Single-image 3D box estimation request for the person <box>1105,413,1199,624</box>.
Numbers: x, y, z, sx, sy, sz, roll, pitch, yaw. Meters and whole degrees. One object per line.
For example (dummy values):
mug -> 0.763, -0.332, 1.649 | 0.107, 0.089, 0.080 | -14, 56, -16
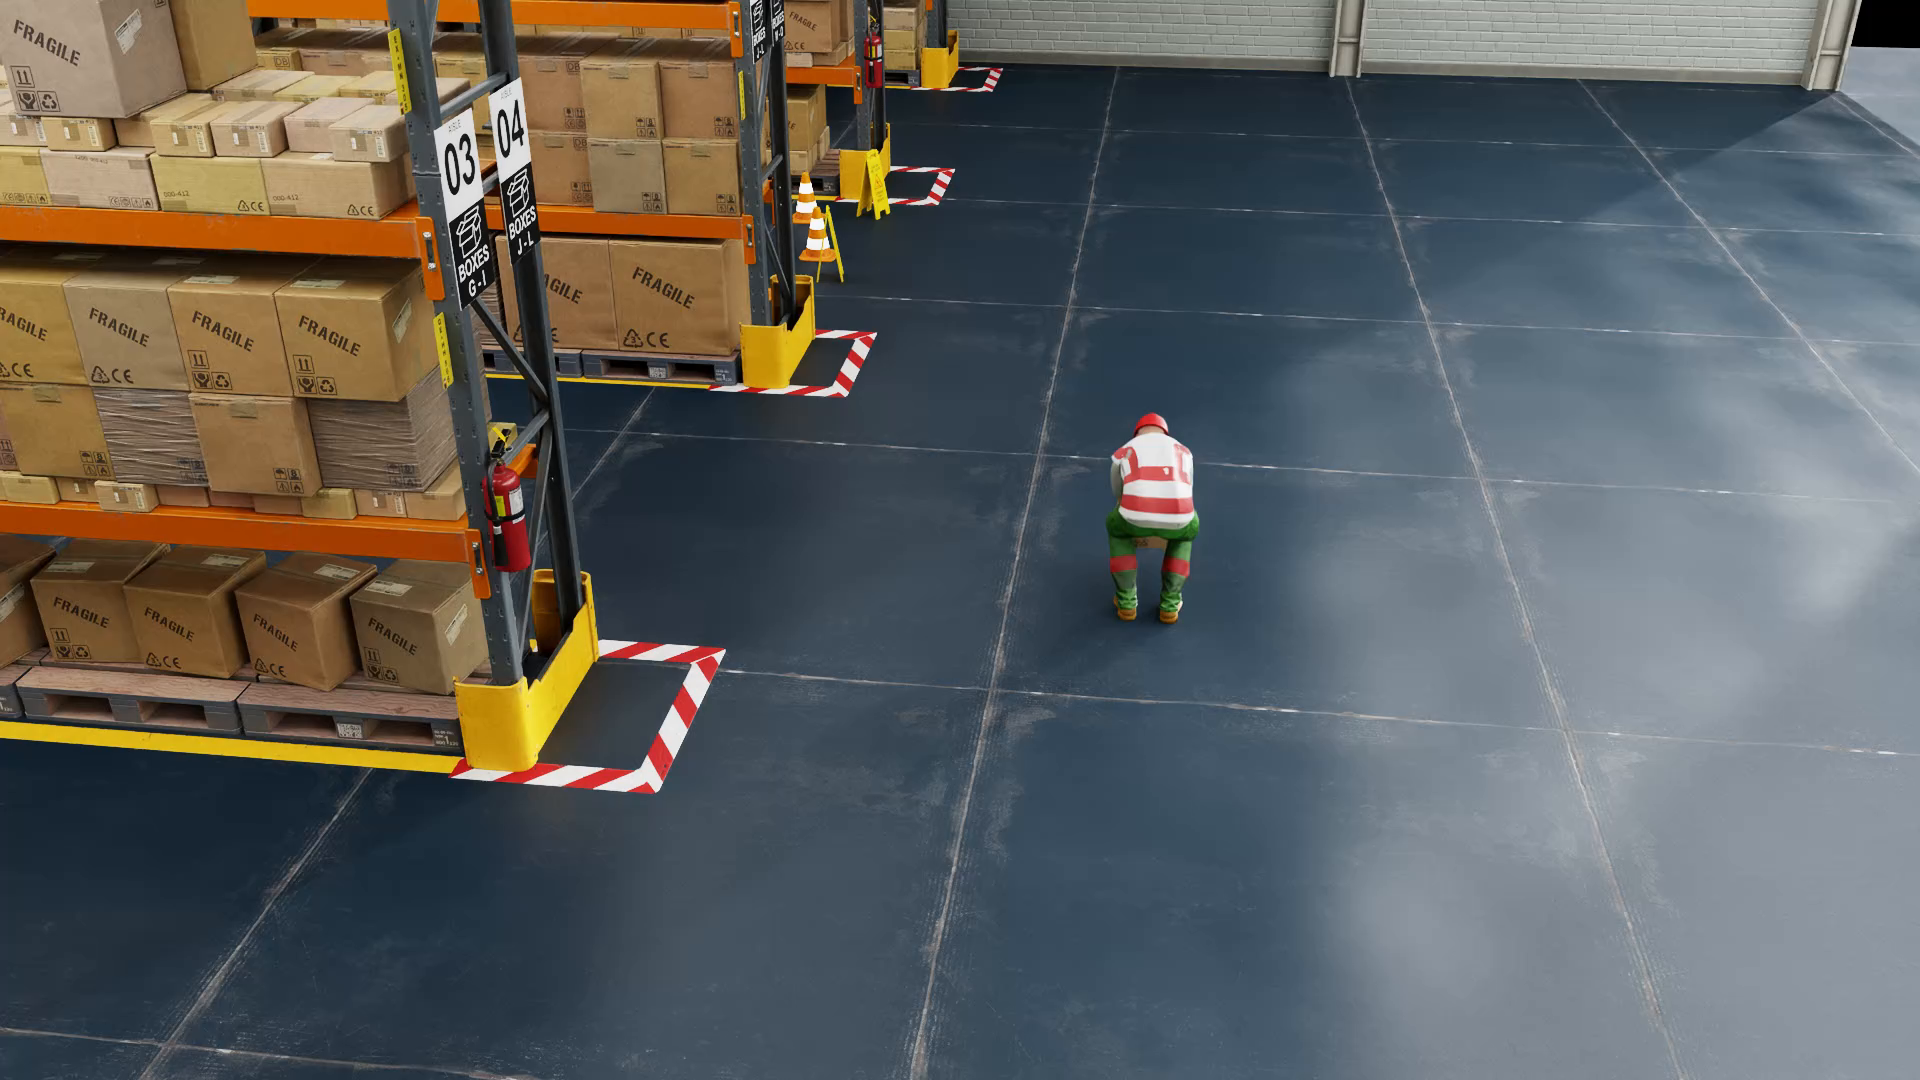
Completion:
person -> 1.108, -0.112, 9.628 | 0.534, 1.013, 0.958 | 2, 28, 4
